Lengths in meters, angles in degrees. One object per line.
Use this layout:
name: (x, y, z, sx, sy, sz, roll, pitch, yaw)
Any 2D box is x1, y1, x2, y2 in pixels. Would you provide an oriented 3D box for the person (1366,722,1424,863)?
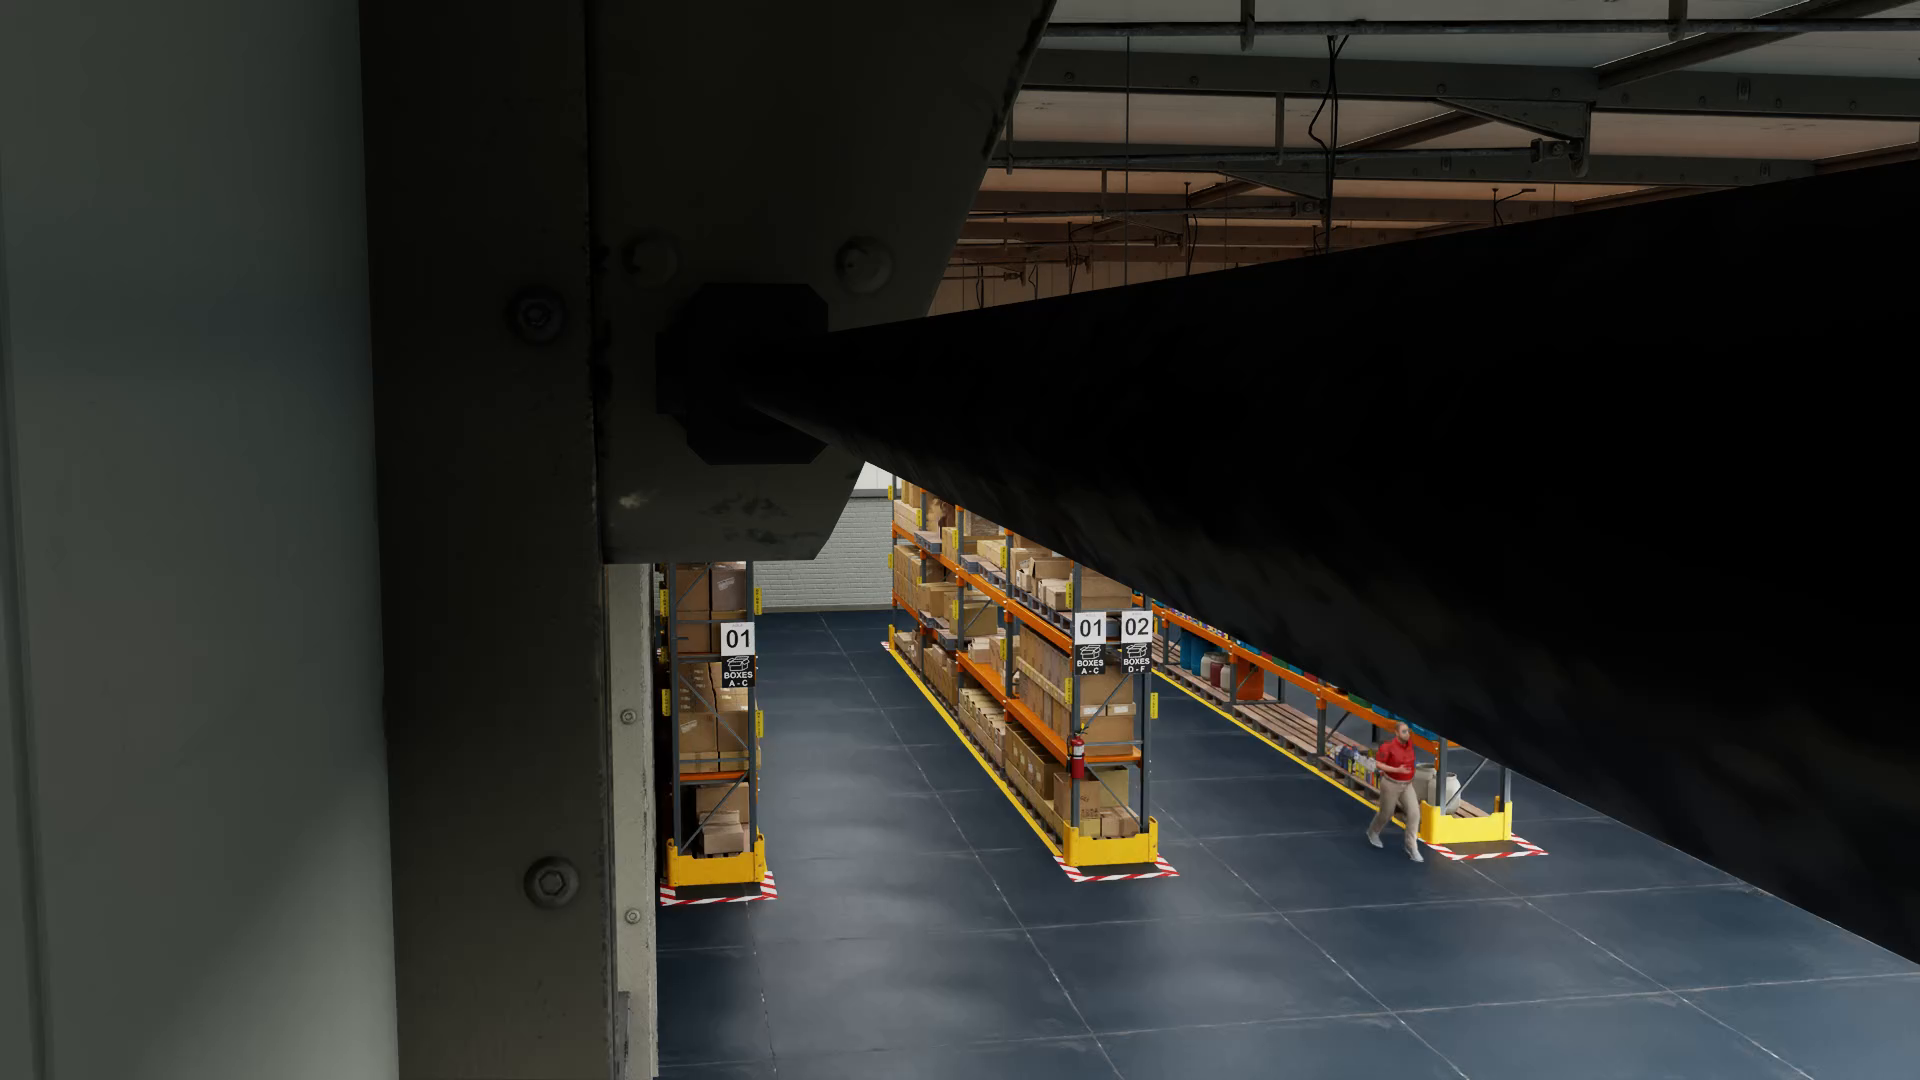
person: (5.587, 3.185, 21.312, 0.682, 1.762, 0.920, -2, 7, -21)
